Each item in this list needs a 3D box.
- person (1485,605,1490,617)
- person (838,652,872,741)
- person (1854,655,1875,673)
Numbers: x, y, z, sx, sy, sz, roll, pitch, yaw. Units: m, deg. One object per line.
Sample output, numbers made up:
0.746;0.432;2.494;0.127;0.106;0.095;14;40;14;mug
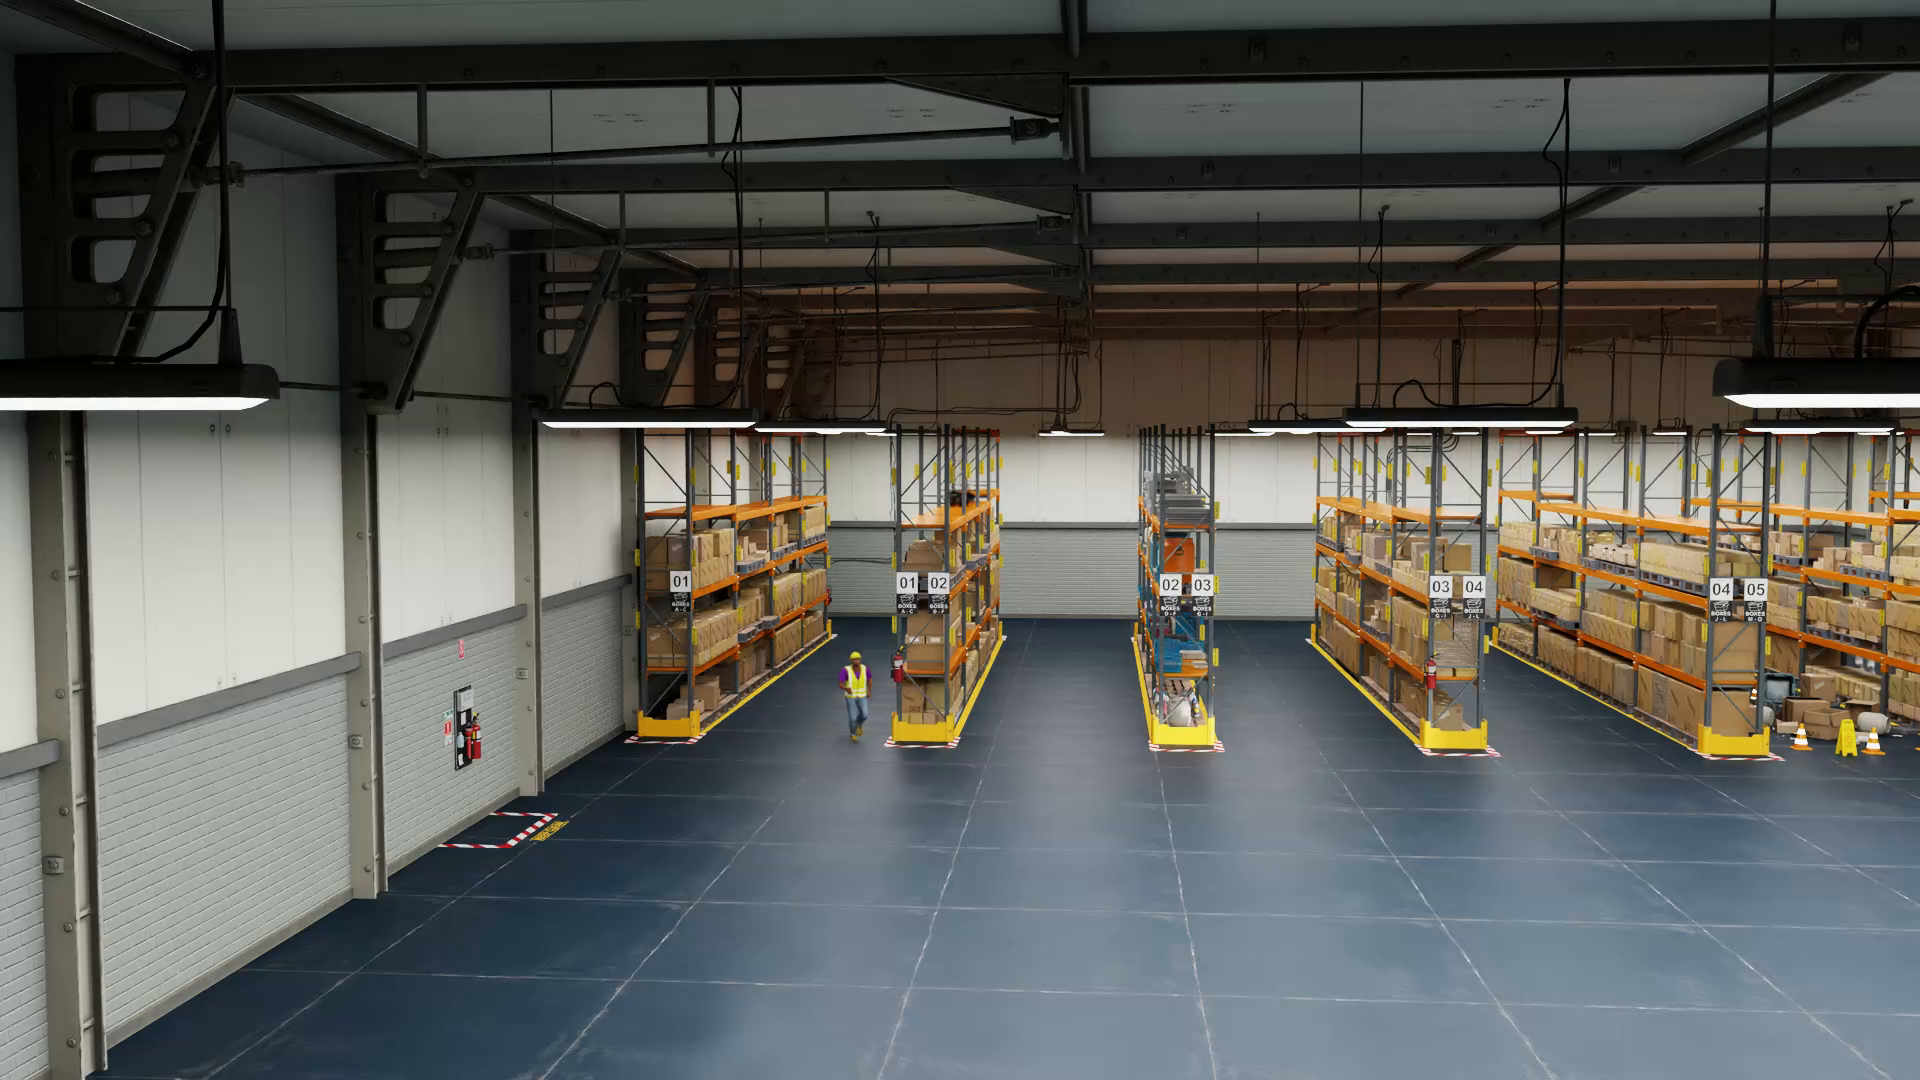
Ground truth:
13.597;2.257;43.736;0.596;1.592;0.879;0;3;-4;person
-1.946;2.962;31.398;0.702;1.709;0.616;-1;4;-18;person
21.489;2.428;39.464;0.632;1.824;0.705;0;3;5;person
